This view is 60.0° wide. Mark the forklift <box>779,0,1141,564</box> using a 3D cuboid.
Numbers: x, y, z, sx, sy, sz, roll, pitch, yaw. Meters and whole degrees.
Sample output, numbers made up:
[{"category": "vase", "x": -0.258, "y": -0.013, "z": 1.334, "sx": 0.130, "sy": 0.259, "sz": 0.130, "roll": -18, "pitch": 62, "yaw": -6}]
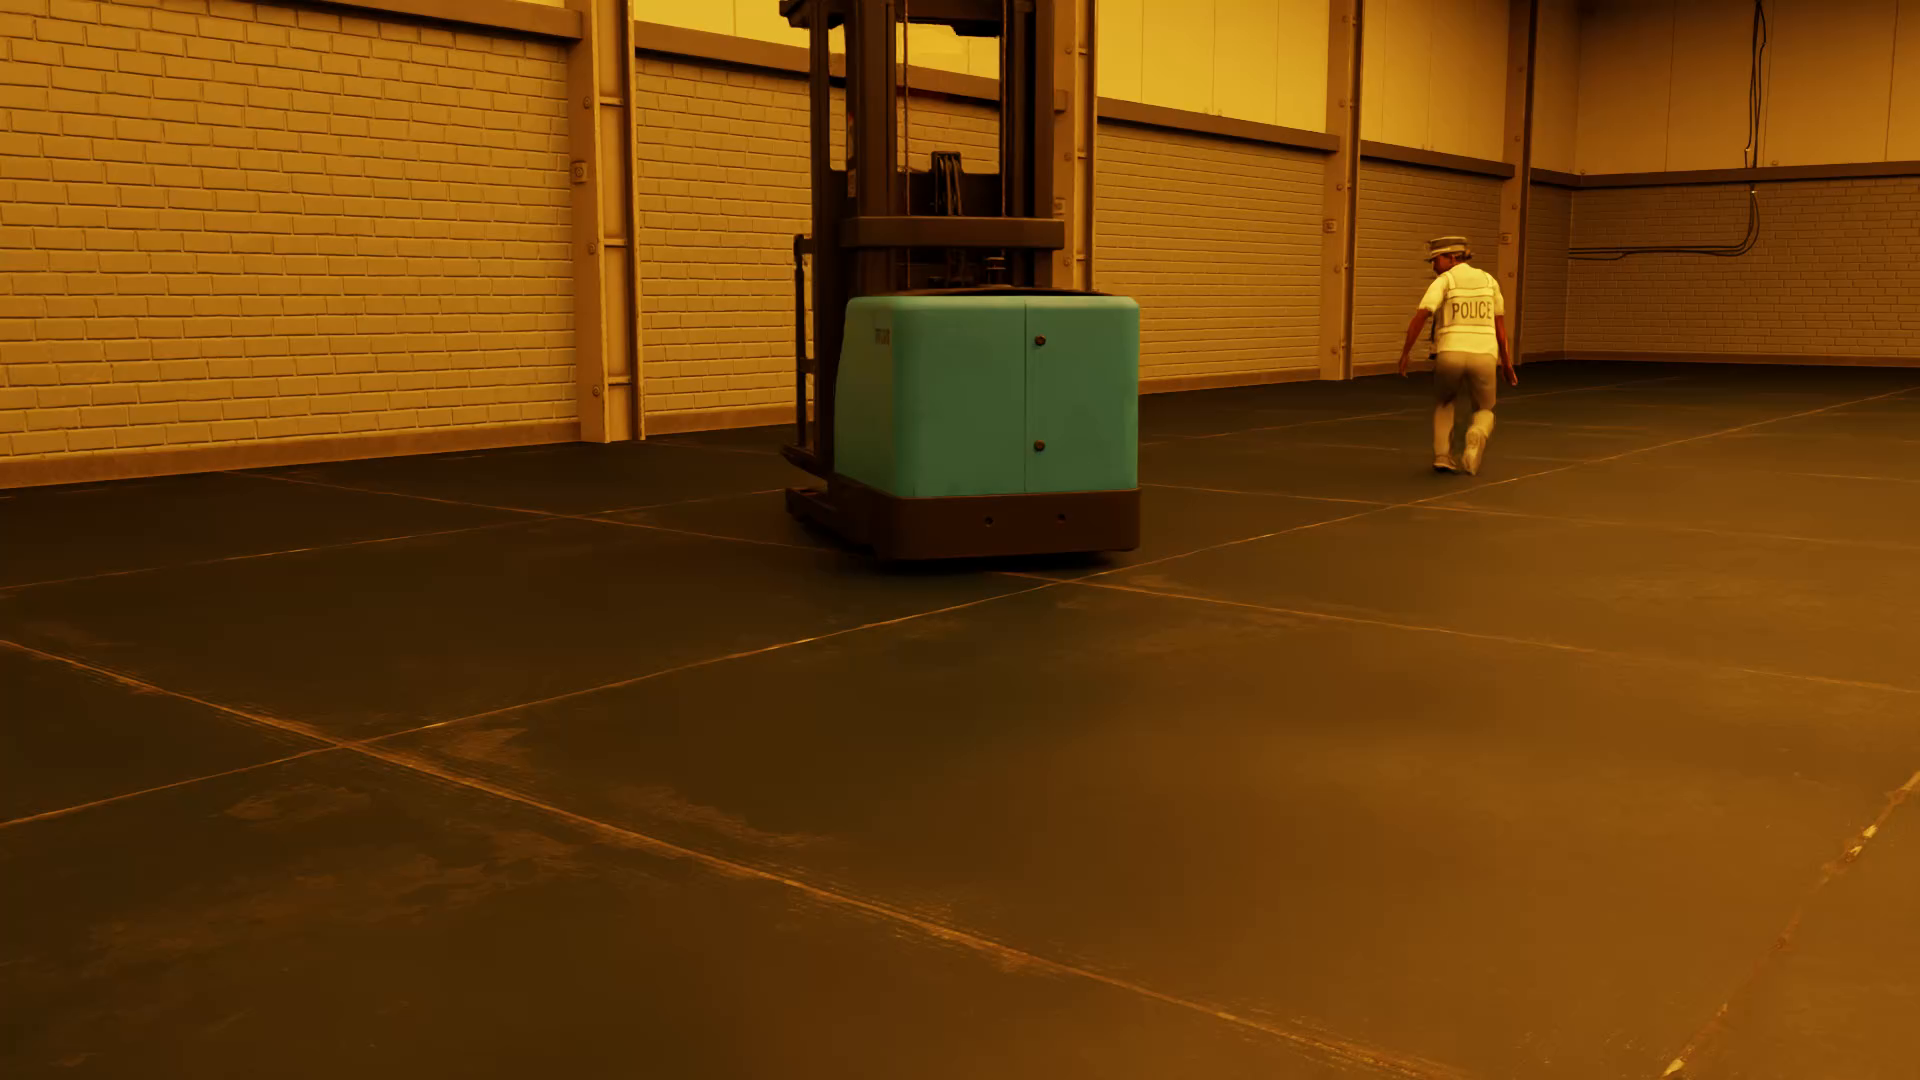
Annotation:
[{"category": "forklift", "x": -0.209, "y": -1.530, "z": 7.736, "sx": 1.130, "sy": 2.935, "sz": 3.031, "roll": -3, "pitch": 9, "yaw": -18}]

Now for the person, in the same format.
[{"category": "person", "x": 3.096, "y": -1.138, "z": 10.247, "sx": 0.746, "sy": 1.455, "sz": 0.619, "roll": 1, "pitch": 8, "yaw": 6}]
